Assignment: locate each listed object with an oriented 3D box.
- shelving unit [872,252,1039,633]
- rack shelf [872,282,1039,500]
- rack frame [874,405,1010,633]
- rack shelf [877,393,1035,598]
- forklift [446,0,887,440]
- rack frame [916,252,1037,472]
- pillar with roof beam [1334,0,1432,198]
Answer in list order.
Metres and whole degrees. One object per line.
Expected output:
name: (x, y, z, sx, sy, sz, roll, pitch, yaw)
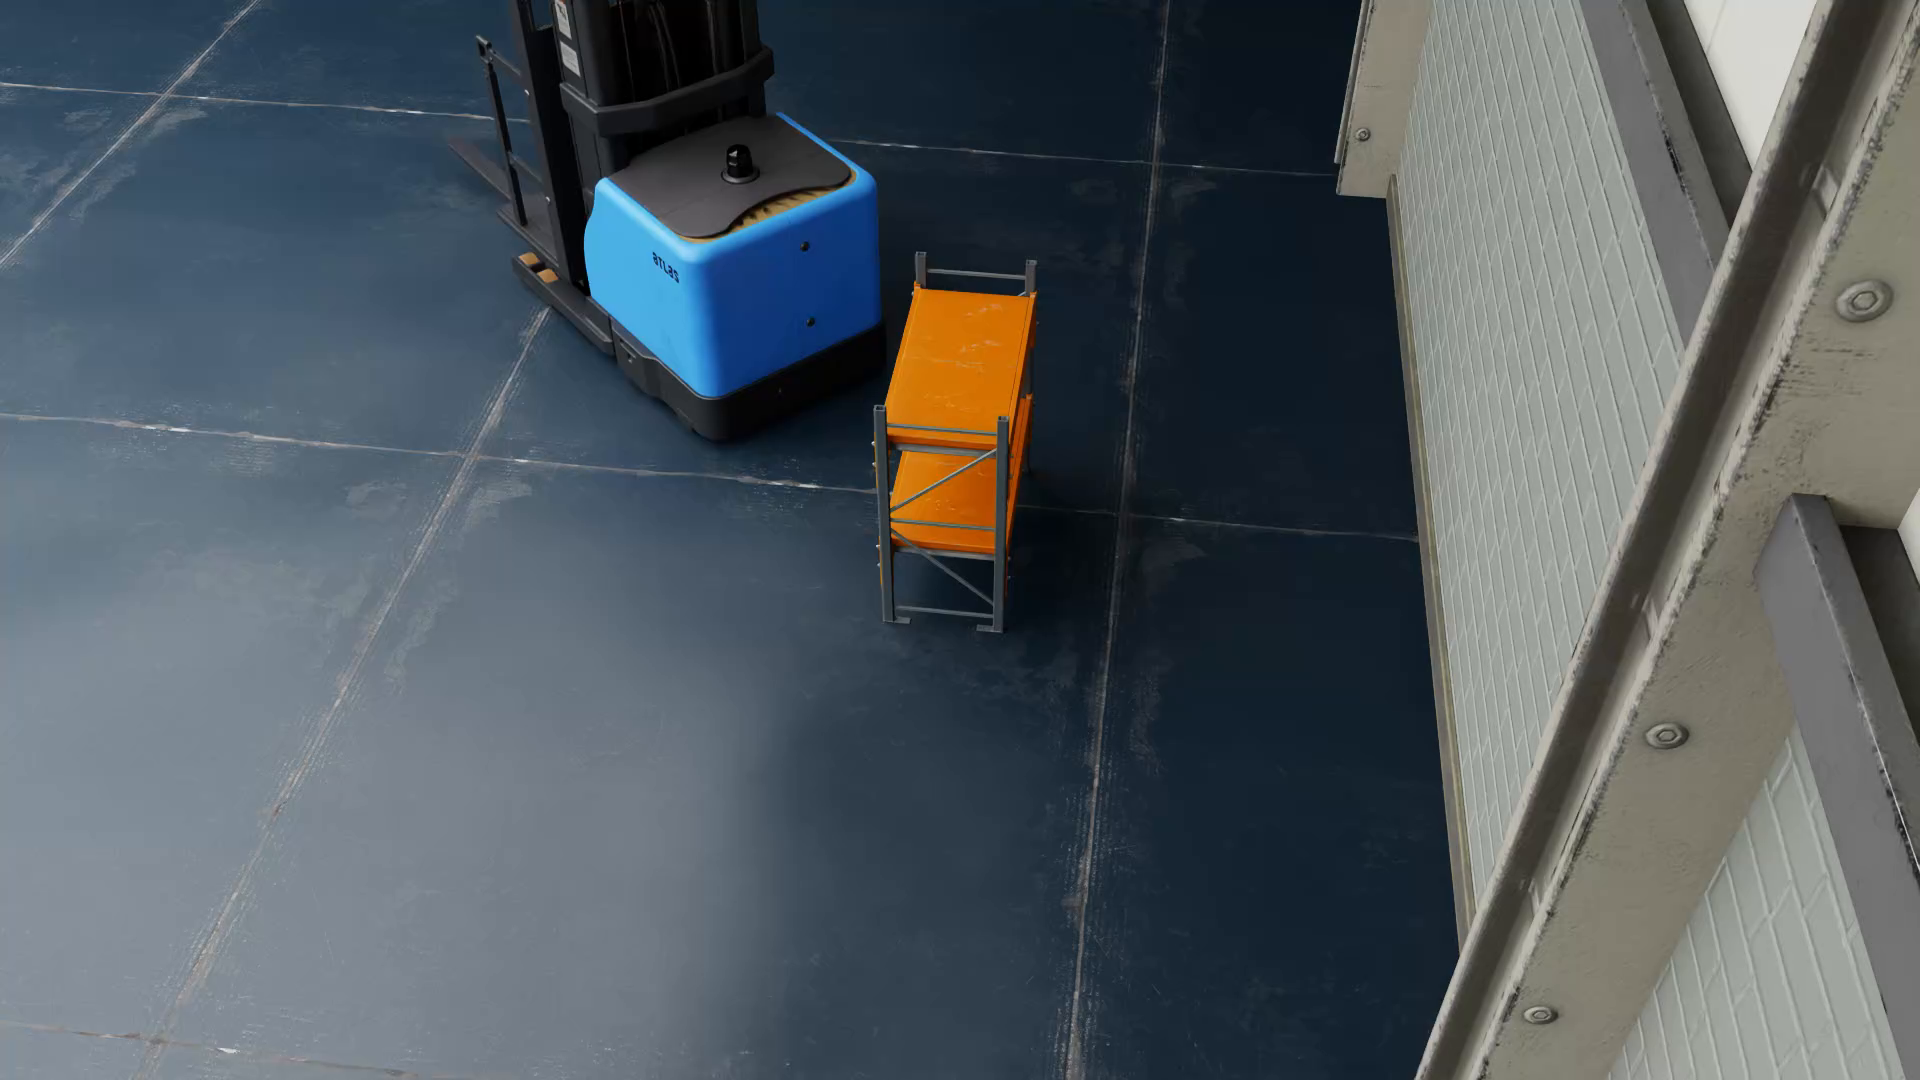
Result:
shelving unit: (-0.001, -0.404, 6.858, 0.538, 1.125, 1.048, 5, 44, 6)
rack shelf: (-0.001, -0.616, 6.657, 0.538, 0.278, 1.000, 5, 44, 6)
rack frame: (-0.068, -0.057, 6.492, 0.500, 1.125, 0.032, 5, 44, 6)
rack shelf: (-0.001, -0.226, 7.026, 0.538, 0.278, 1.000, 5, 44, 6)
forklift: (-1.667, -2.478, 7.735, 1.130, 2.935, 3.031, -29, 50, -27)
rack frame: (0.066, -0.750, 7.224, 0.500, 1.125, 0.032, 5, 44, 6)
pillar with roof beam: (-1.984, -5.709, 6.735, 9.100, 9.000, 0.400, 5, 44, 6)
